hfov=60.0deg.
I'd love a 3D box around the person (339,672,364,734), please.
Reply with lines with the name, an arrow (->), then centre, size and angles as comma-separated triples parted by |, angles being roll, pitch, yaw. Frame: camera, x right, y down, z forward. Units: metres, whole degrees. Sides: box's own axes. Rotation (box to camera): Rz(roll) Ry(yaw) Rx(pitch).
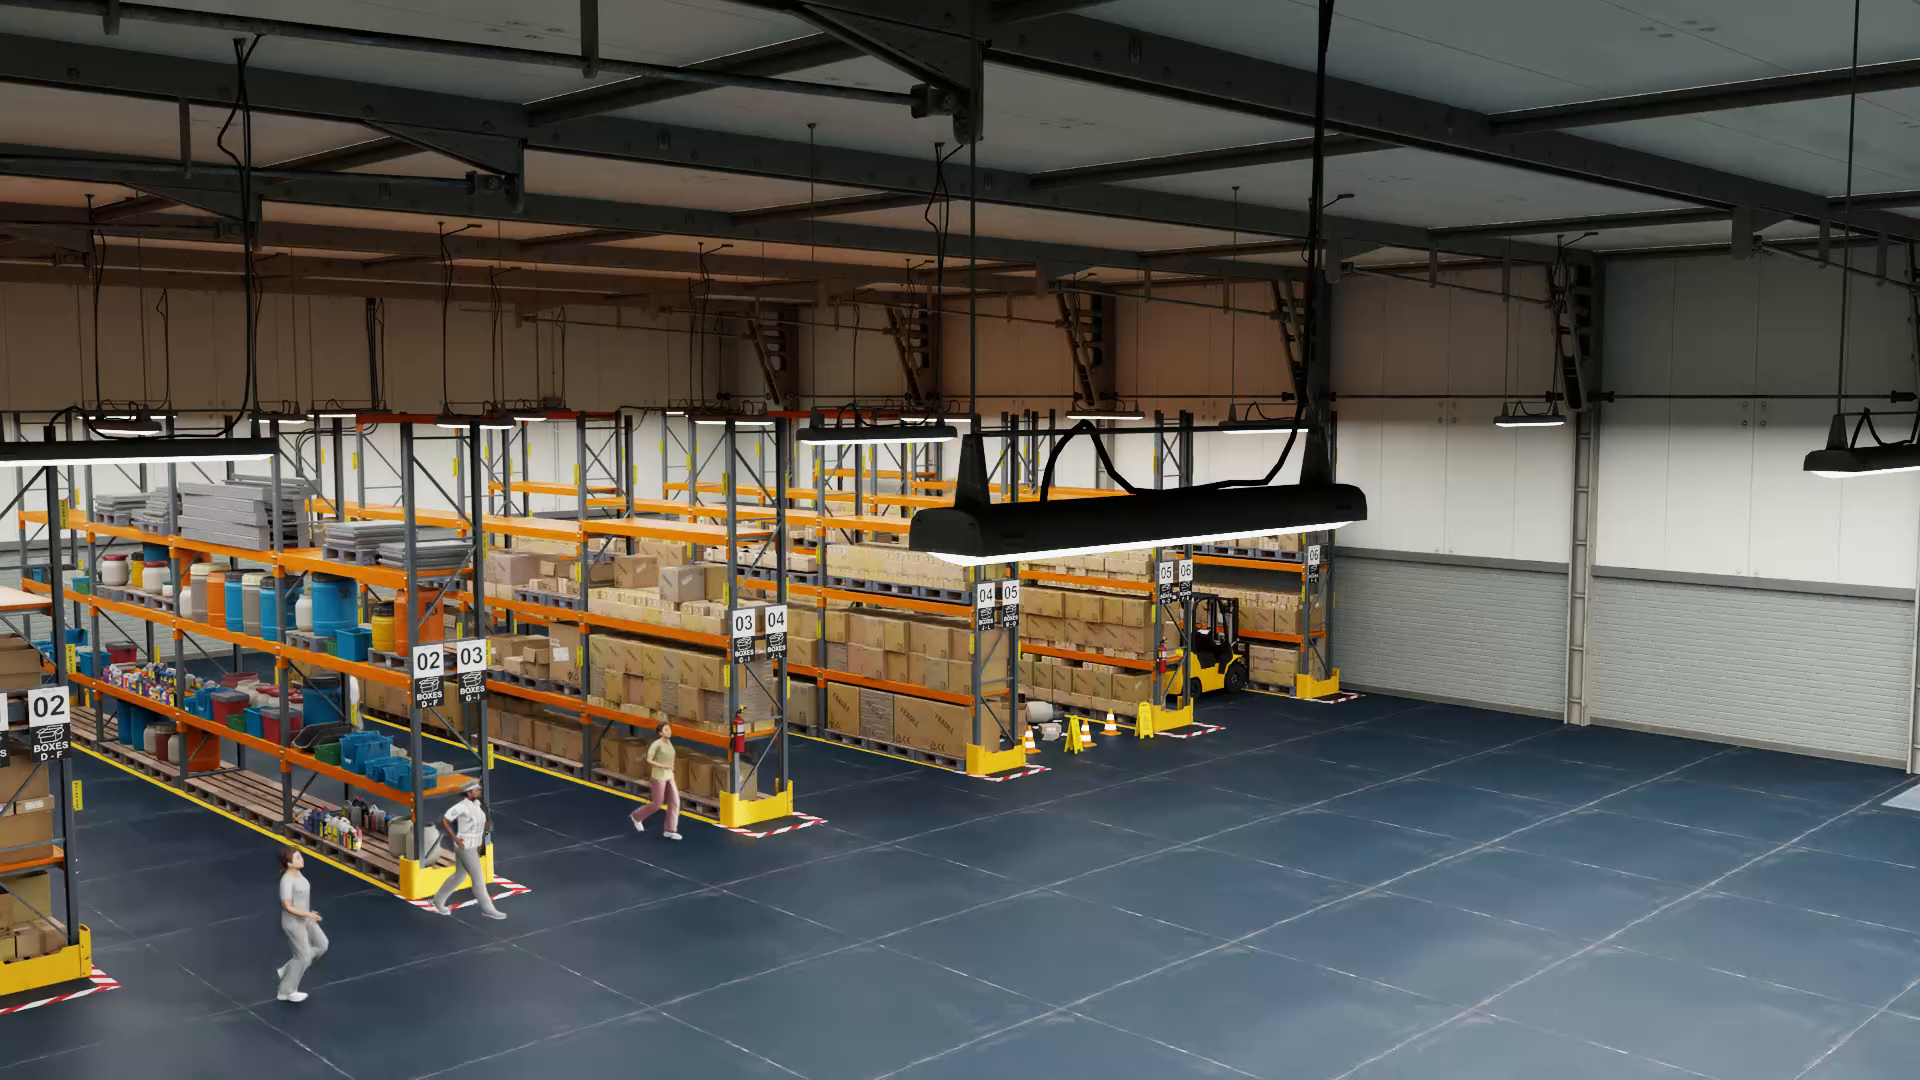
person -> -10.749, 2.941, 29.140 | 0.607, 1.722, 0.656 | 4, 6, 36

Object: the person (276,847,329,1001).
person -> -6.914, 4.007, 17.423 | 0.511, 1.629, 0.577 | -1, 5, -10

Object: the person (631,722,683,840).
person -> -4.307, 3.433, 23.892 | 0.851, 1.662, 0.590 | 3, 6, 27

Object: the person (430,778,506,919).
person -> -5.916, 3.699, 20.106 | 0.963, 1.655, 0.593 | 0, 5, 3

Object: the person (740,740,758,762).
person -> -3.637, 3.013, 28.977 | 0.742, 1.709, 0.562 | 3, 6, 35
